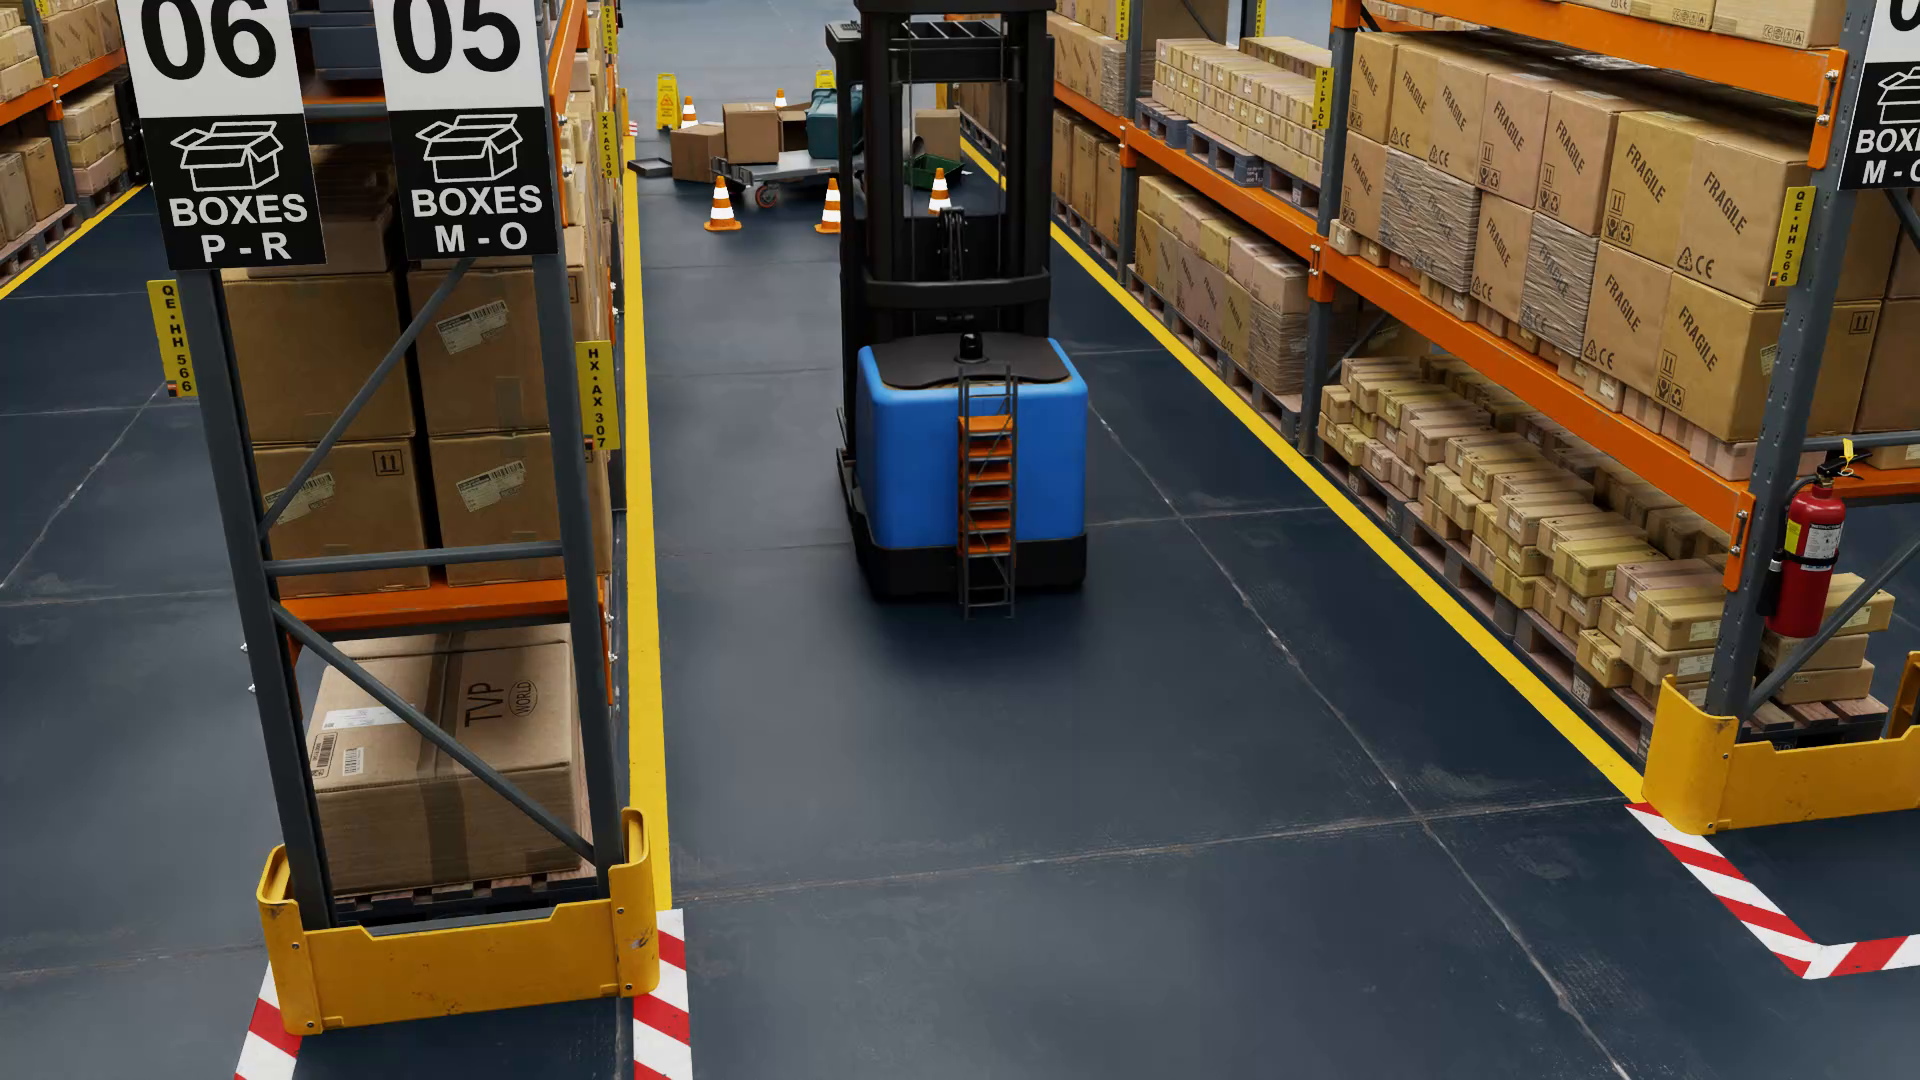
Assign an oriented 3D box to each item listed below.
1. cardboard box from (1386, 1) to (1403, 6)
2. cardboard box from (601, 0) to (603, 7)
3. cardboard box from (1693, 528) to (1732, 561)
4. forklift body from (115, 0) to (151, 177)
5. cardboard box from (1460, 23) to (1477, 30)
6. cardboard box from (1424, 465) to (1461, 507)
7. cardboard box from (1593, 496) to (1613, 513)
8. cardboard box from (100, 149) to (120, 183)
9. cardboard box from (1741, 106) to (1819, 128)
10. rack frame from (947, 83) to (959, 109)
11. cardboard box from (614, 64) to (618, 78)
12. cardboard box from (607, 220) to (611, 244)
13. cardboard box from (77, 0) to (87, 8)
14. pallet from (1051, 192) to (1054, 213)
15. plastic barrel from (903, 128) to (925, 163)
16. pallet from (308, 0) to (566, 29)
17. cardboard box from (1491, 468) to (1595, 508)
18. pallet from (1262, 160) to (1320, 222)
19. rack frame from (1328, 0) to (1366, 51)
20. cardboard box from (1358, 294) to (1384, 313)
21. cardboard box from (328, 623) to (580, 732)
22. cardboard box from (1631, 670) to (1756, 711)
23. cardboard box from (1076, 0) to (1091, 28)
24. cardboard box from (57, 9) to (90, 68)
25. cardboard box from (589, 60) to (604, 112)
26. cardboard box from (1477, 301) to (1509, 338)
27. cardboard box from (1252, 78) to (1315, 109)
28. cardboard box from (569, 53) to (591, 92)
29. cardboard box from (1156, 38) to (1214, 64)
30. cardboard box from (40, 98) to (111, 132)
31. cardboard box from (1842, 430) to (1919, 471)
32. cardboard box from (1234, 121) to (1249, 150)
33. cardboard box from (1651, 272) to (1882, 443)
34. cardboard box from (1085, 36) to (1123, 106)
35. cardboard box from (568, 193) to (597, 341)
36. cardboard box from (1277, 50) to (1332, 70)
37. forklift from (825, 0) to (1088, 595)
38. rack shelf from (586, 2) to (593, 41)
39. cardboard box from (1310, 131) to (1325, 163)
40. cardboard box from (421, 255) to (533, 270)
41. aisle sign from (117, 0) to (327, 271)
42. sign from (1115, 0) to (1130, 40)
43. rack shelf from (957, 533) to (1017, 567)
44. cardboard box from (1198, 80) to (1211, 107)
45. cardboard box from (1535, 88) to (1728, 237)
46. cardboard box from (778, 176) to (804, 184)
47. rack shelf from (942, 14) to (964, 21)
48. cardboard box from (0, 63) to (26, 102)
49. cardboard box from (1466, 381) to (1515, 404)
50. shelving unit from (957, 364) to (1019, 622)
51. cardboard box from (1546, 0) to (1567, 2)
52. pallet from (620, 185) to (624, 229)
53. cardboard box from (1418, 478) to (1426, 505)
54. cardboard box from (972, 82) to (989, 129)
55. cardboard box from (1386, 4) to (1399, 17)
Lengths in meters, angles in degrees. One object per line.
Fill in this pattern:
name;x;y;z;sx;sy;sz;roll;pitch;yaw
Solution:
cardboard box;5.532;-6.543;19.486;0.875;0.500;0.500;-4;24;-10
cardboard box;-3.309;-4.471;14.218;0.500;0.500;0.500;-3;24;-8
cardboard box;3.410;0.056;7.167;0.380;0.149;0.250;-4;24;-10
forklift body;-7.276;-4.864;17.200;2.313;2.155;1.214;-4;24;-10
cardboard box;5.571;-5.440;17.771;0.380;0.149;0.250;-4;24;-10
cardboard box;2.550;-0.269;8.283;0.380;0.149;0.250;-4;24;-10
cardboard box;3.117;-0.105;7.907;0.380;0.149;0.250;-3;24;-7
cardboard box;-8.553;-3.637;16.240;0.500;0.250;0.500;-5;24;-11
cardboard box;3.341;-1.380;6.417;0.500;0.500;0.500;-4;24;-8
rack frame;0.304;-6.639;20.204;1.000;3.000;0.127;-4;24;-10
cardboard box;-3.760;-4.846;17.262;0.380;0.149;0.250;-3;24;-7
cardboard box;-2.242;-1.840;9.403;0.500;0.250;0.500;-5;24;-11
cardboard box;-8.625;-5.187;15.943;0.380;0.149;0.250;-5;24;-10
pallet;1.260;-3.490;16.477;1.003;0.211;1.213;-4;24;-10
plastic barrel;-0.674;-4.218;17.878;0.512;0.421;0.421;13;27;27
pallet;-1.960;-2.045;6.049;1.003;0.211;1.213;-4;24;-10
cardboard box;2.723;-0.209;7.775;0.380;0.149;0.250;-5;24;-12
pallet;2.525;-2.143;10.148;1.003;0.211;1.213;-4;24;-10
rack frame;5.197;-6.966;20.953;1.000;3.000;0.127;-4;24;-10
cardboard box;2.646;-1.620;10.373;0.500;0.250;0.500;-5;24;-12
cardboard box;-1.981;0.431;6.693;0.875;0.438;0.875;-4;24;-8
cardboard box;2.960;0.577;6.719;0.380;0.149;0.250;-4;24;-9
cardboard box;1.424;-4.775;14.562;0.700;0.500;0.500;-5;24;-10
cardboard box;-8.618;-4.734;15.717;0.500;0.500;0.500;-4;24;-9
cardboard box;-2.122;-2.211;8.691;0.500;0.500;0.500;-4;24;-9
cardboard box;2.640;-1.052;7.725;0.380;0.149;0.250;-3;24;-8
cardboard box;2.070;-2.820;10.505;0.380;0.149;0.250;-5;24;-11
cardboard box;-1.953;-2.217;7.893;0.380;0.149;0.250;-5;24;-11
cardboard box;1.679;-3.645;12.393;0.380;0.149;0.250;-4;24;-10
cardboard box;-8.545;-4.097;16.044;0.500;0.250;0.500;-4;24;-10
cardboard box;3.525;-0.382;6.191;0.380;0.149;0.250;-4;24;-10
cardboard box;2.011;-2.650;10.859;0.380;0.149;0.250;-3;24;-7
cardboard box;2.927;-0.686;6.075;0.500;0.500;0.500;-4;24;-9
cardboard box;1.345;-3.892;13.788;0.500;0.500;0.500;-4;24;-10
cardboard box;-1.495;-0.856;5.589;0.500;0.500;0.500;-5;24;-11
cardboard box;2.470;-3.377;11.780;0.380;0.149;0.250;-4;24;-8
forklift;-0.109;-1.639;8.841;1.130;2.935;3.031;-3;24;-8
rack shelf;-2.693;-3.345;9.811;1.077;0.370;4.000;-4;24;-10
cardboard box;2.255;-2.275;9.628;0.380;0.149;0.250;-4;24;-8
cardboard box;-1.377;-0.901;4.881;0.380;0.149;0.250;-4;24;-9
aisle sign;-1.875;-1.080;4.226;0.394;0.787;0.004;-4;24;-10
sign;1.239;-3.981;12.670;0.100;0.325;0.005;-4;24;-10
rack shelf;0.126;0.053;7.839;0.258;0.103;0.180;-3;24;-8
cardboard box;1.872;-3.093;11.501;0.380;0.149;0.250;-4;24;-10
cardboard box;2.735;-1.551;6.807;0.500;0.500;0.500;-3;24;-7
cardboard box;-1.844;-3.886;17.316;0.396;0.266;0.258;18;29;36
rack shelf;0.674;-5.523;18.546;1.077;0.370;4.000;-4;24;-10
cardboard box;-8.231;-3.846;13.995;0.500;0.250;0.500;-4;24;-10
cardboard box;2.984;-0.762;9.041;0.380;0.149;0.250;-5;24;-10
shelving unit;0.126;-0.207;7.725;0.258;1.200;0.189;-3;24;-8
cardboard box;2.621;-2.415;6.971;0.500;0.250;0.500;-3;24;-7
pallet;-3.657;-3.076;15.528;1.003;0.211;1.213;-4;24;-10
cardboard box;2.601;-0.240;8.589;0.380;0.149;0.250;-5;24;-12
cardboard box;0.659;-5.250;19.153;0.875;0.875;0.875;-5;24;-11
cardboard box;5.253;-6.230;19.582;0.380;0.149;0.250;-4;24;-10
